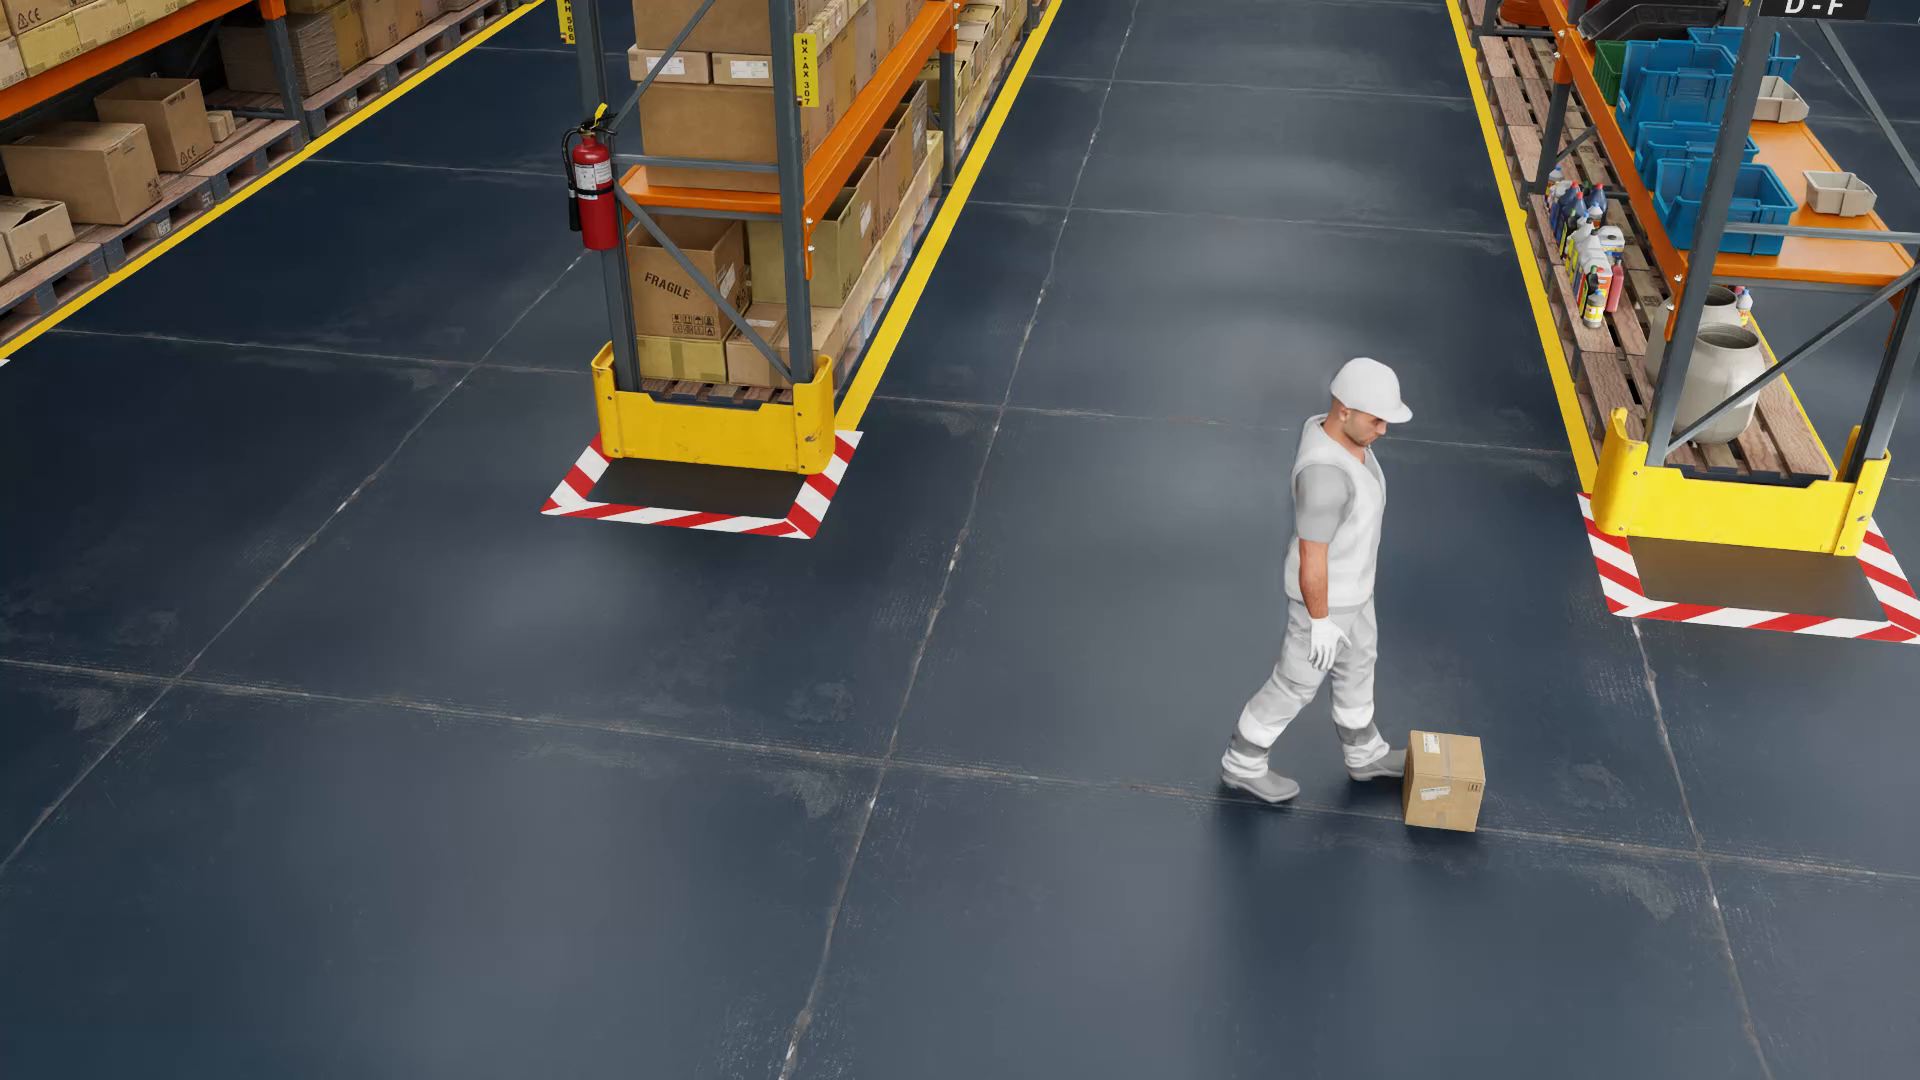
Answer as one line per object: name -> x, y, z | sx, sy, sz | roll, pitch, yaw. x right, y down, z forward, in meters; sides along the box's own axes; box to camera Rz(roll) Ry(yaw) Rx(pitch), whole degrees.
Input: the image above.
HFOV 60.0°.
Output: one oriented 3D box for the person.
person -> 1.363, 0.184, 5.812 | 0.748, 1.773, 0.607 | 9, 33, 14
